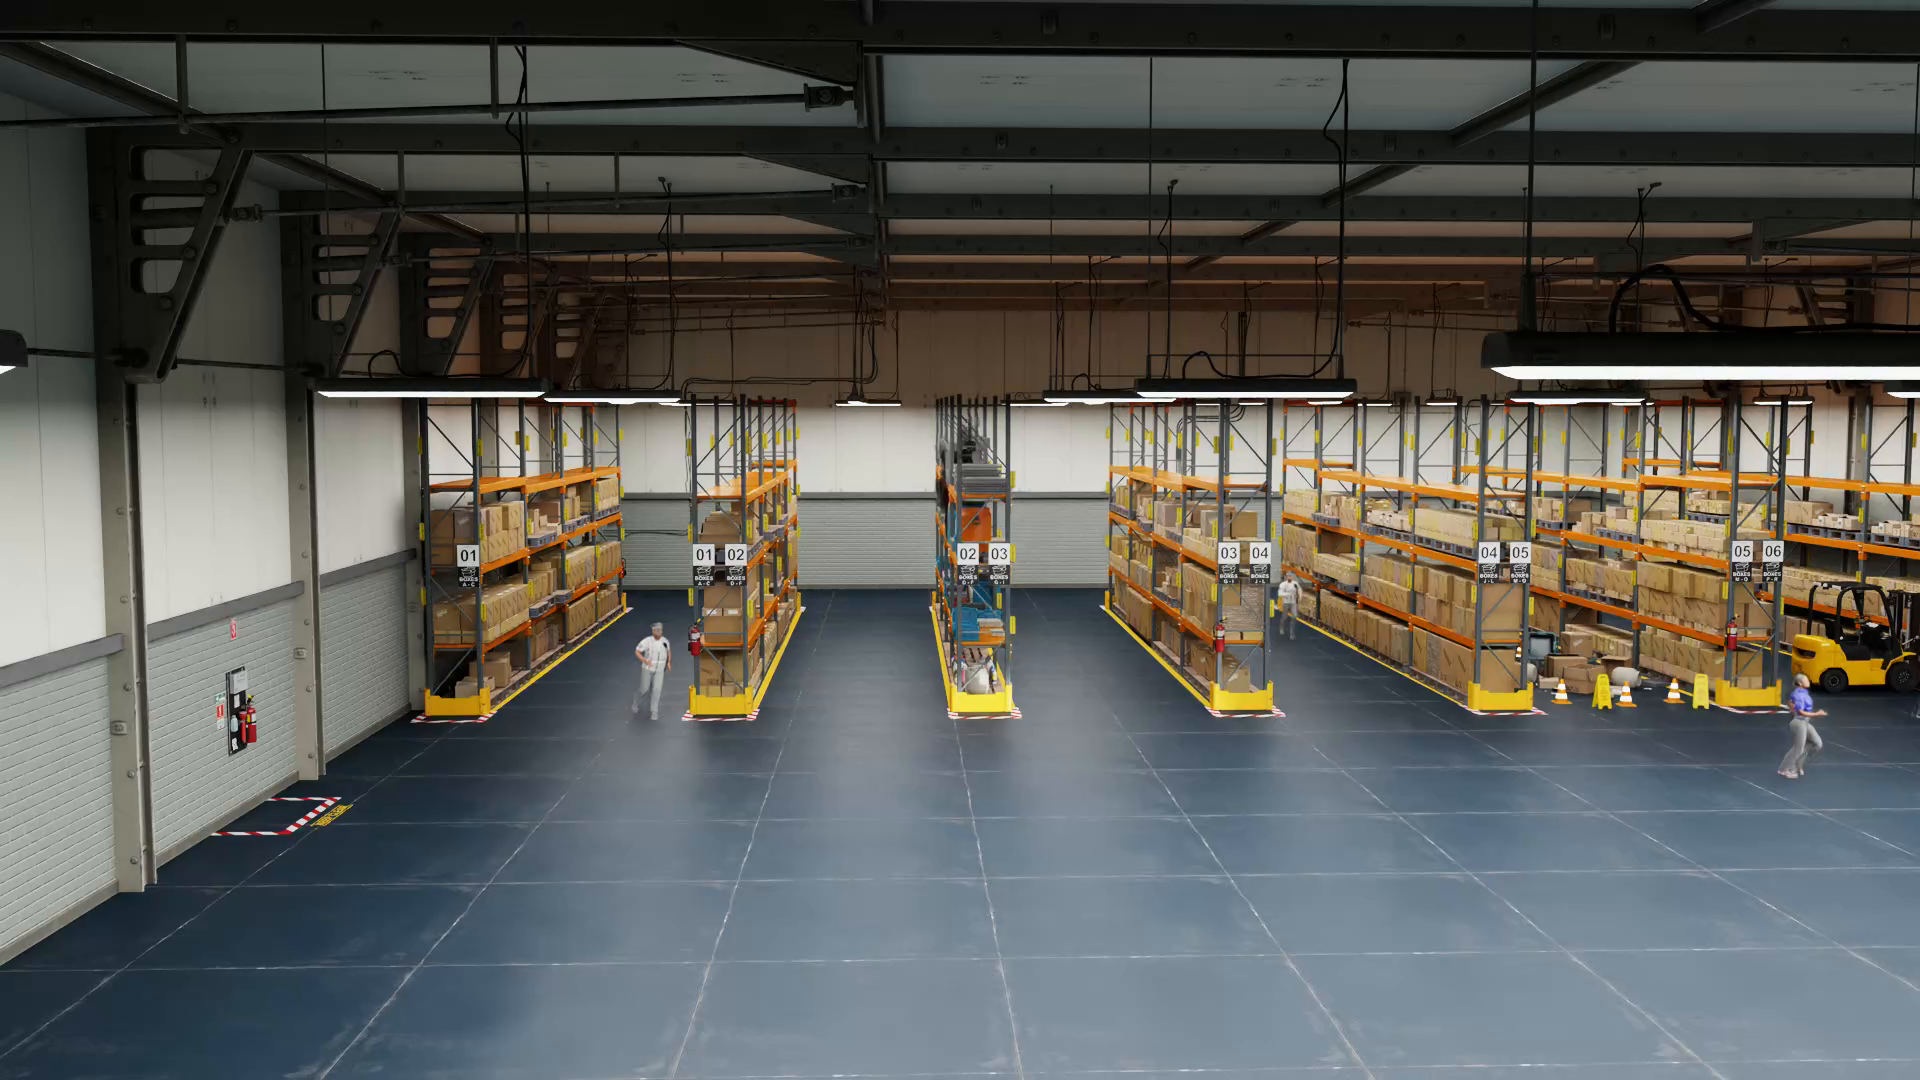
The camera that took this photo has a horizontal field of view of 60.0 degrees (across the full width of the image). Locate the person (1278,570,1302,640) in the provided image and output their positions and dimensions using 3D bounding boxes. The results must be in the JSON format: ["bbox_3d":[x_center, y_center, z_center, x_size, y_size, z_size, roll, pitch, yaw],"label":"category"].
[{"bbox_3d":[8.243,1.613,41.575,0.622,1.736,0.879,0,4,1],"label":"person"}]

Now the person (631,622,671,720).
[{"bbox_3d":[-5.687,2.407,30.964,0.734,1.745,0.973,-2,5,-27],"label":"person"}]

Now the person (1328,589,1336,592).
[{"bbox_3d":[10.931,1.047,48.687,0.724,1.756,0.889,-3,5,-31],"label":"person"}]

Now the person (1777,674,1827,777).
[{"bbox_3d":[13.041,2.883,25.707,0.665,1.641,0.566,3,6,37],"label":"person"}]
